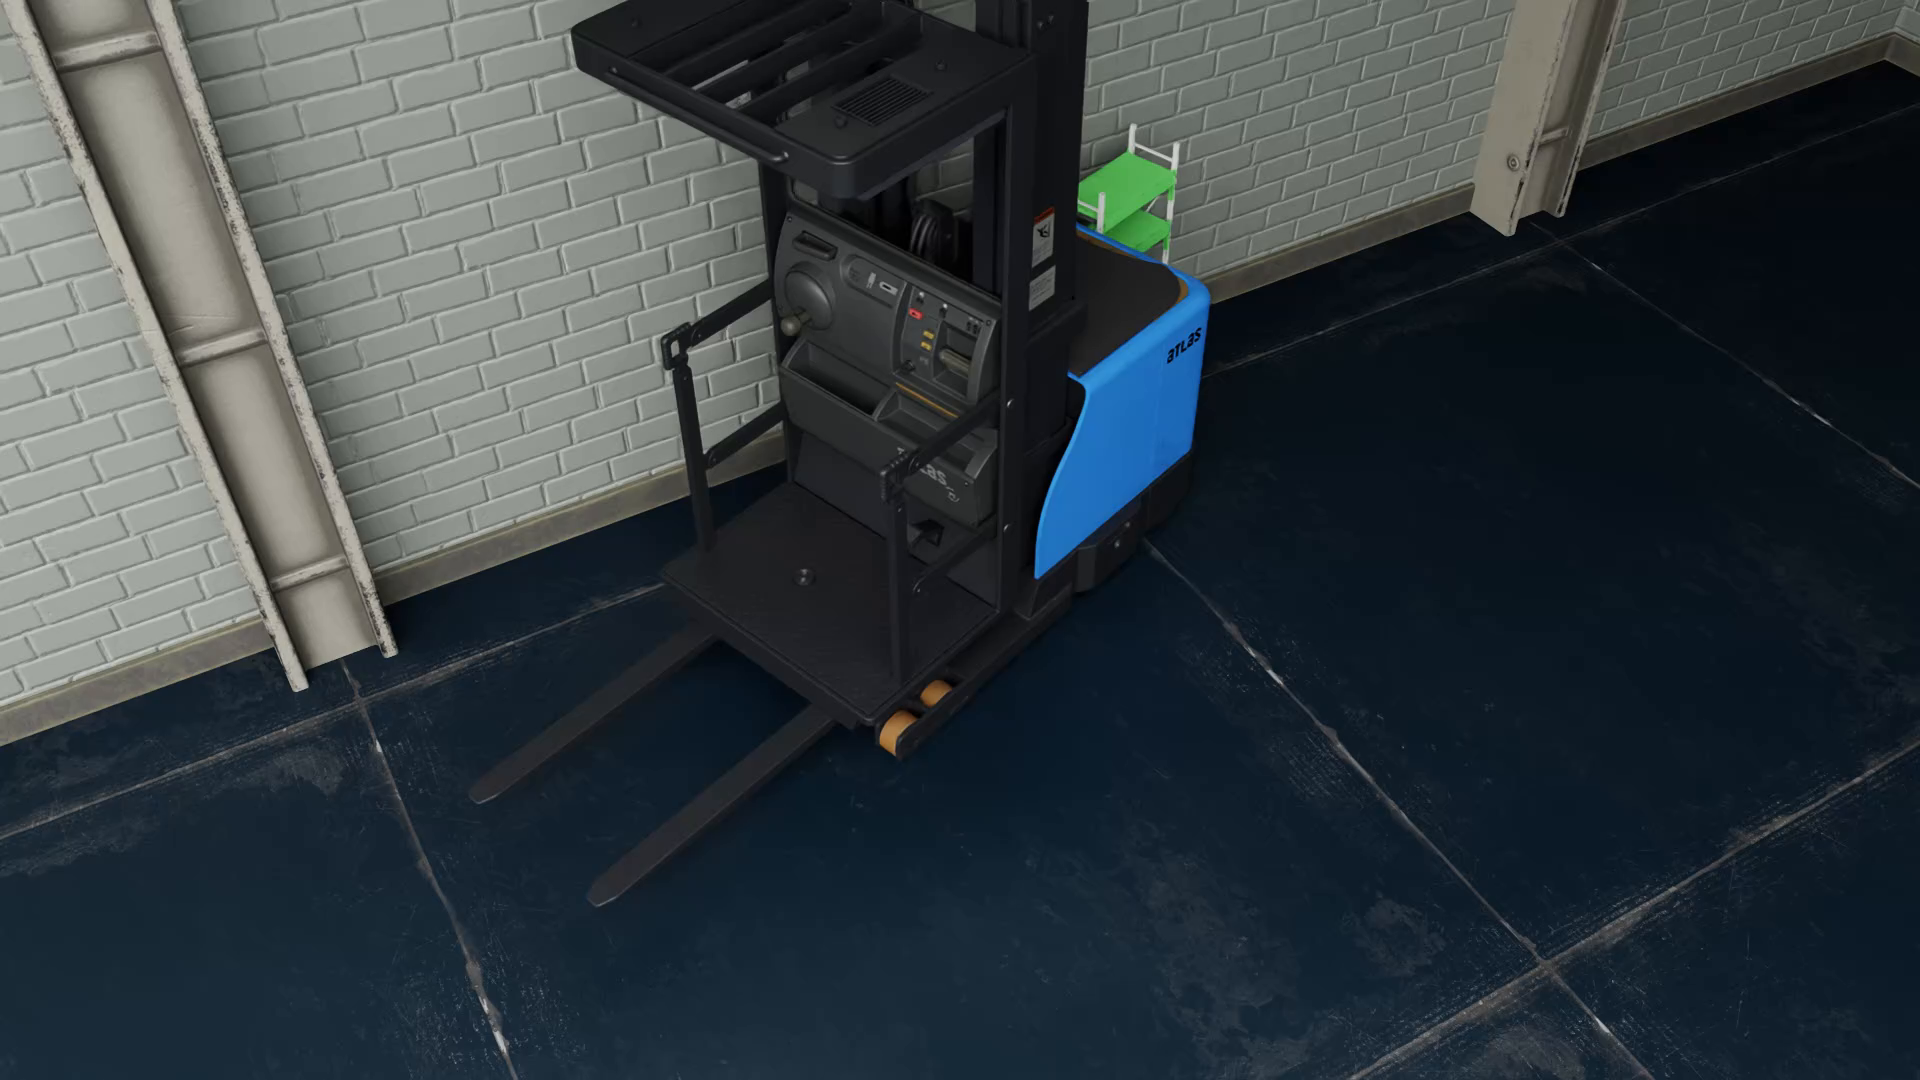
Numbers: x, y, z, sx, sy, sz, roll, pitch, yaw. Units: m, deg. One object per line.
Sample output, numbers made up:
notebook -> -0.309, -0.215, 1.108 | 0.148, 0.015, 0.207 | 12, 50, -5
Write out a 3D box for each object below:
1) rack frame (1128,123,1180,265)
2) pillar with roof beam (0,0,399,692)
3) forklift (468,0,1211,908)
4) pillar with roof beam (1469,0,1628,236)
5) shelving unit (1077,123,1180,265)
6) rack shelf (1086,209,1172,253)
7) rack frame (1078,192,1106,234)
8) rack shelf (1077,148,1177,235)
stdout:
rack frame -> 0.788, -1.210, 7.135 | 0.240, 1.200, 0.015 | 31, 52, 28
pillar with roof beam -> -0.229, -0.225, 0.521 | 0.400, 9.000, 9.100 | -22, 48, -21
forklift -> -0.397, -0.680, 5.346 | 1.130, 2.935, 3.031 | 31, 52, 28
pillar with roof beam -> 4.973, -2.307, 2.666 | 0.400, 9.000, 9.100 | -22, 48, -21
shelving unit -> 0.627, -1.082, 7.003 | 0.258, 1.200, 0.503 | 31, 52, 28
rack shelf -> 0.627, -1.208, 6.881 | 0.258, 0.148, 0.480 | 31, 52, 28
rack frame -> 0.466, -0.954, 6.872 | 0.240, 1.200, 0.015 | 31, 52, 28
rack shelf -> 0.627, -1.380, 6.713 | 0.258, 0.148, 0.480 | 31, 52, 28
